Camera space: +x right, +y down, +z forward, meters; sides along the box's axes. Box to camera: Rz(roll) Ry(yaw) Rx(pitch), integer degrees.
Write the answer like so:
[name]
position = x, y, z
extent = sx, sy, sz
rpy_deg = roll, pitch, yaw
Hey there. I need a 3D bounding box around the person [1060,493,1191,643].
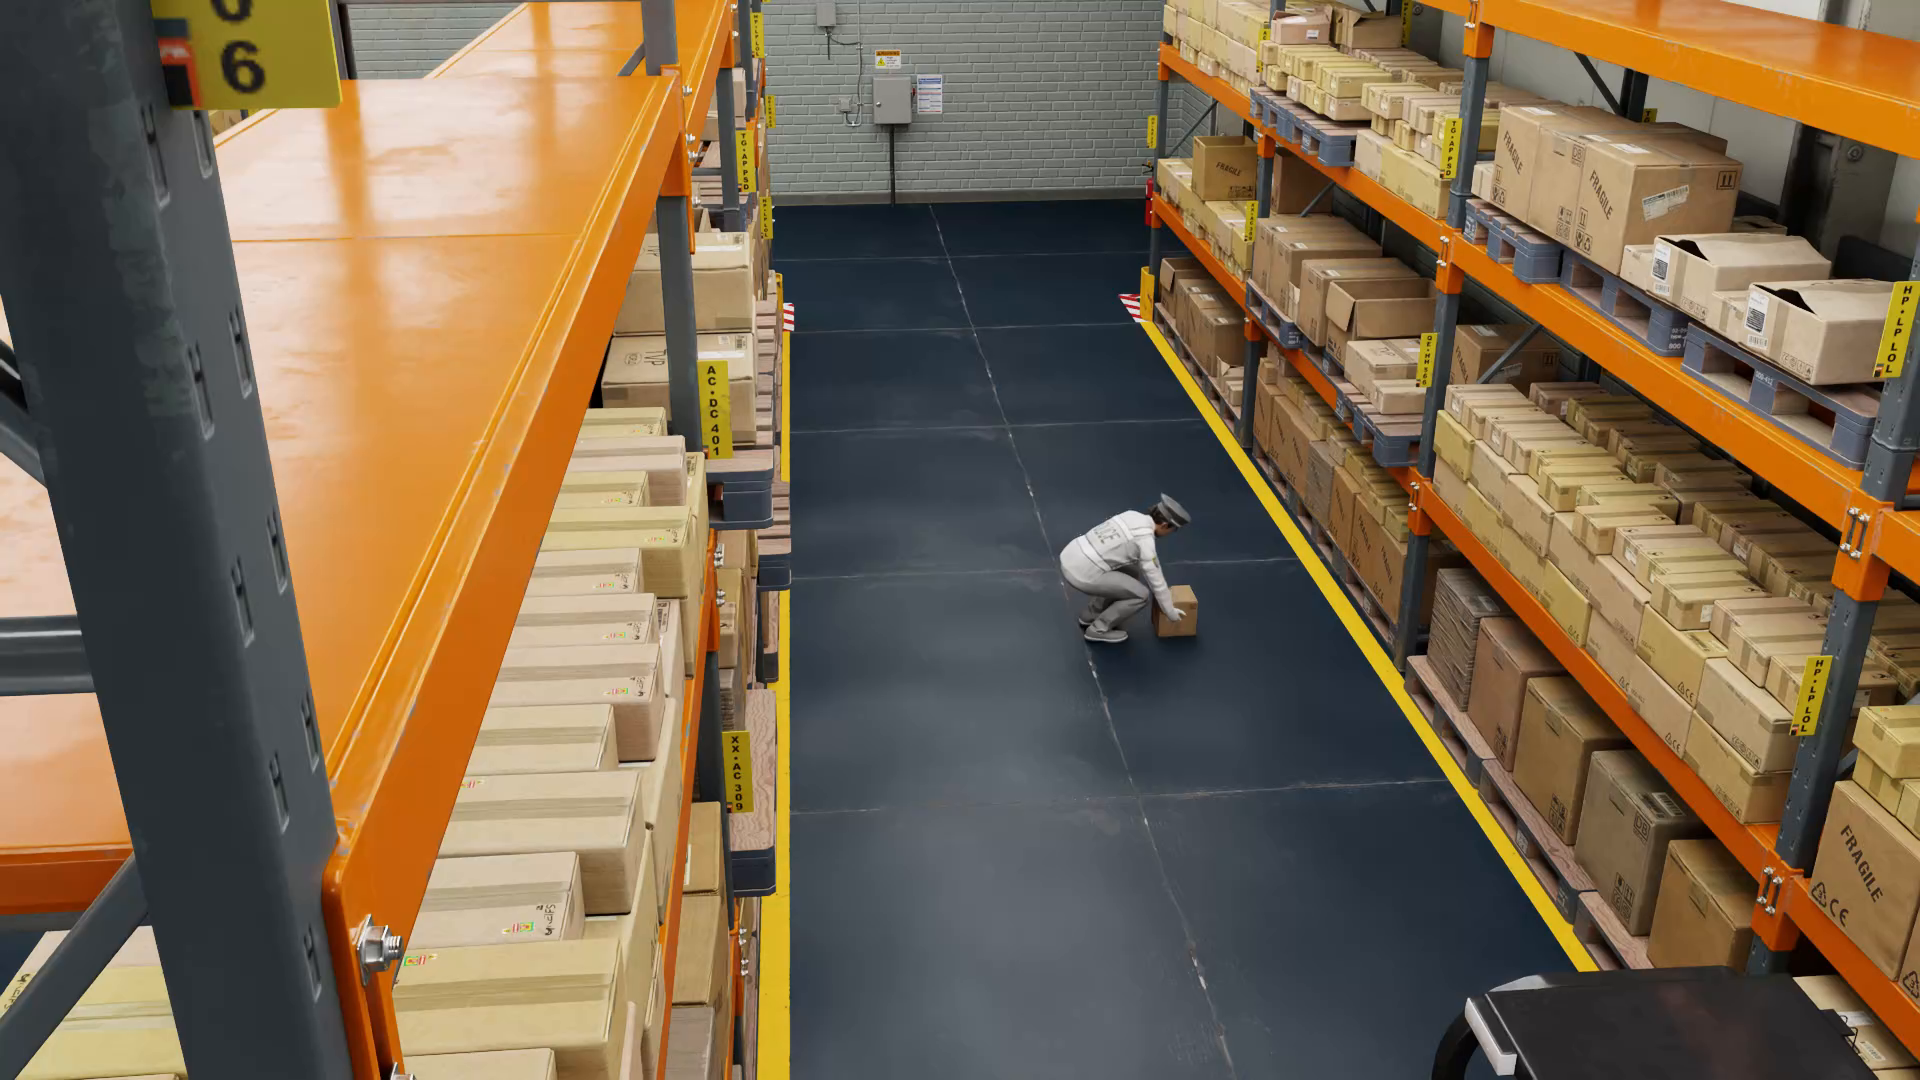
[person]
position = 1.076, 0.169, 10.841
extent = 0.853, 0.928, 0.490
rpy_deg = -2, 24, -5
